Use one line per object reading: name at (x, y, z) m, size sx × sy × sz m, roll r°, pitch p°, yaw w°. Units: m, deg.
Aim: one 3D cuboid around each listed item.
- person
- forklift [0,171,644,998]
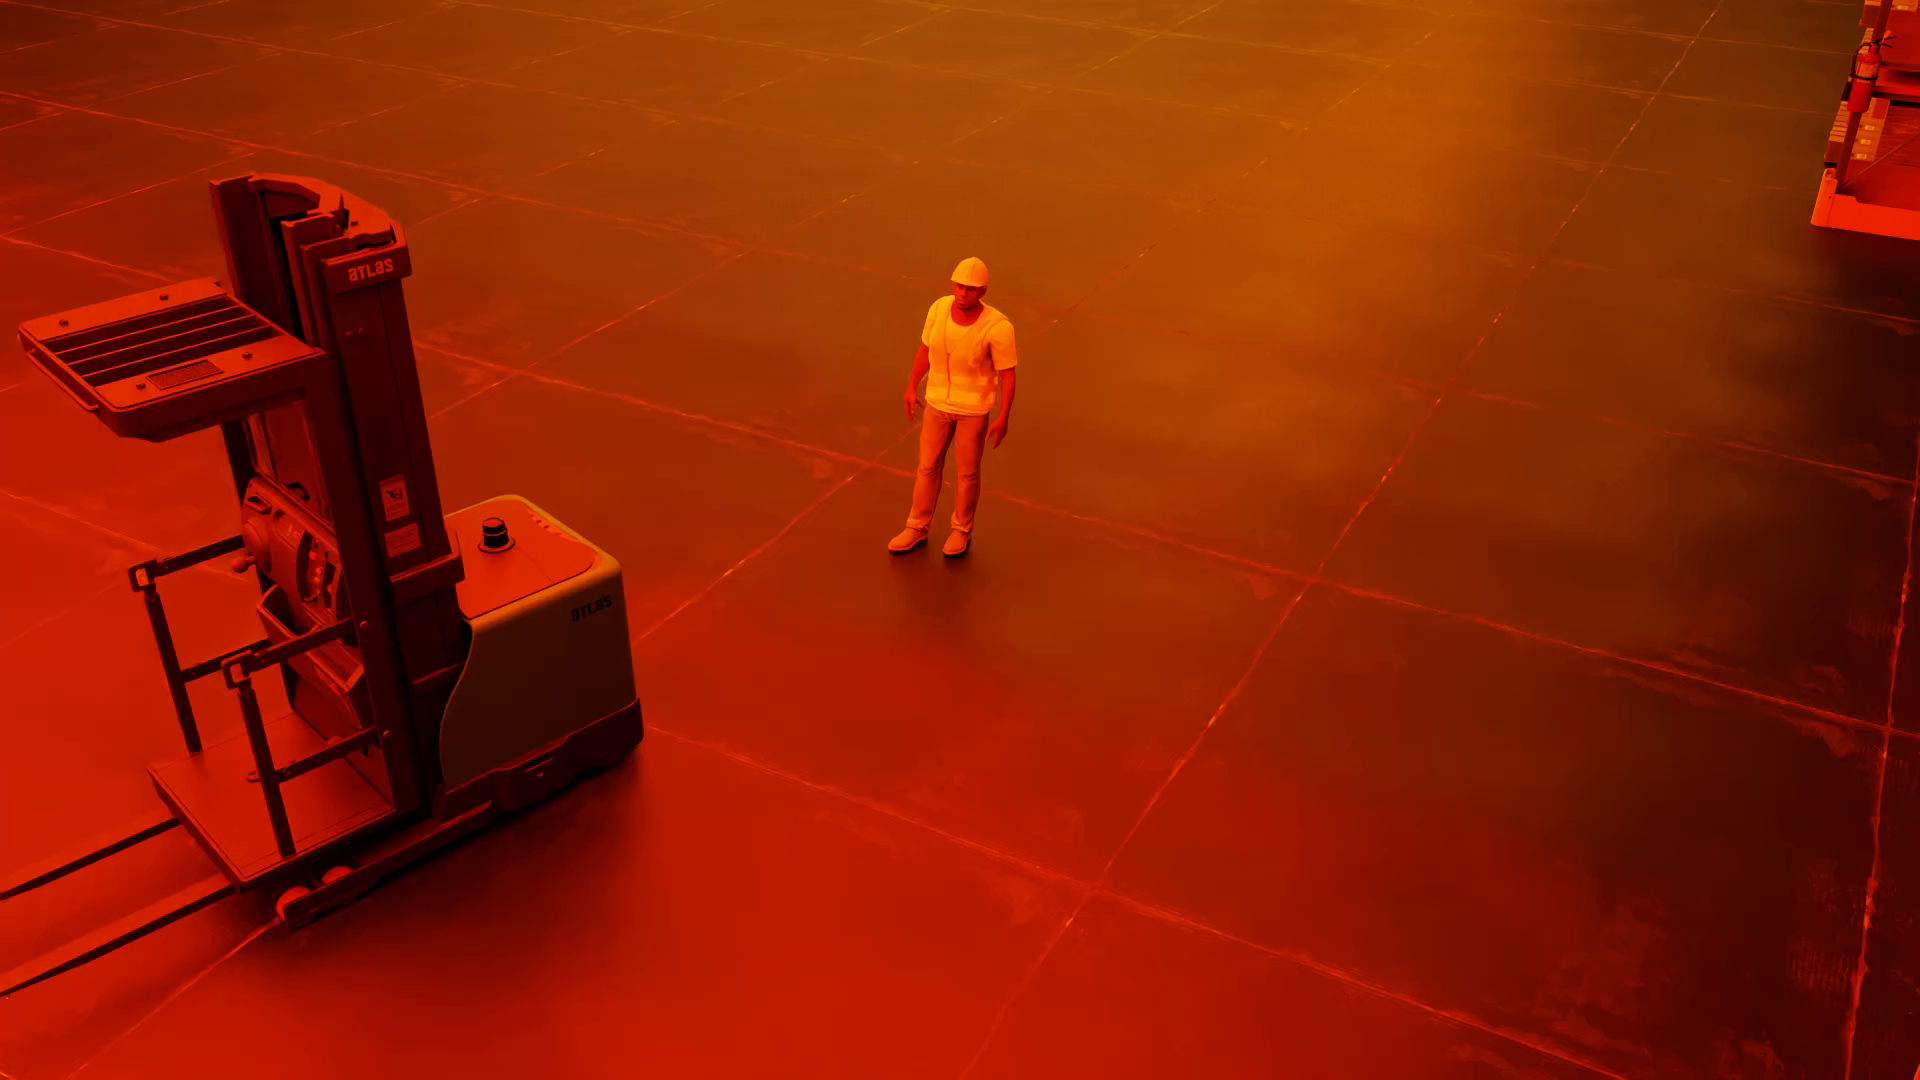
person at (-0.039, -0.743, 9.508) m, size 0.665 × 1.765 × 0.577 m, roll 15°, pitch 33°, yaw 25°
forklift at (-2.974, 0.092, 6.912) m, size 3.031 × 2.935 × 1.130 m, roll -25°, pitch 38°, yaw -36°
